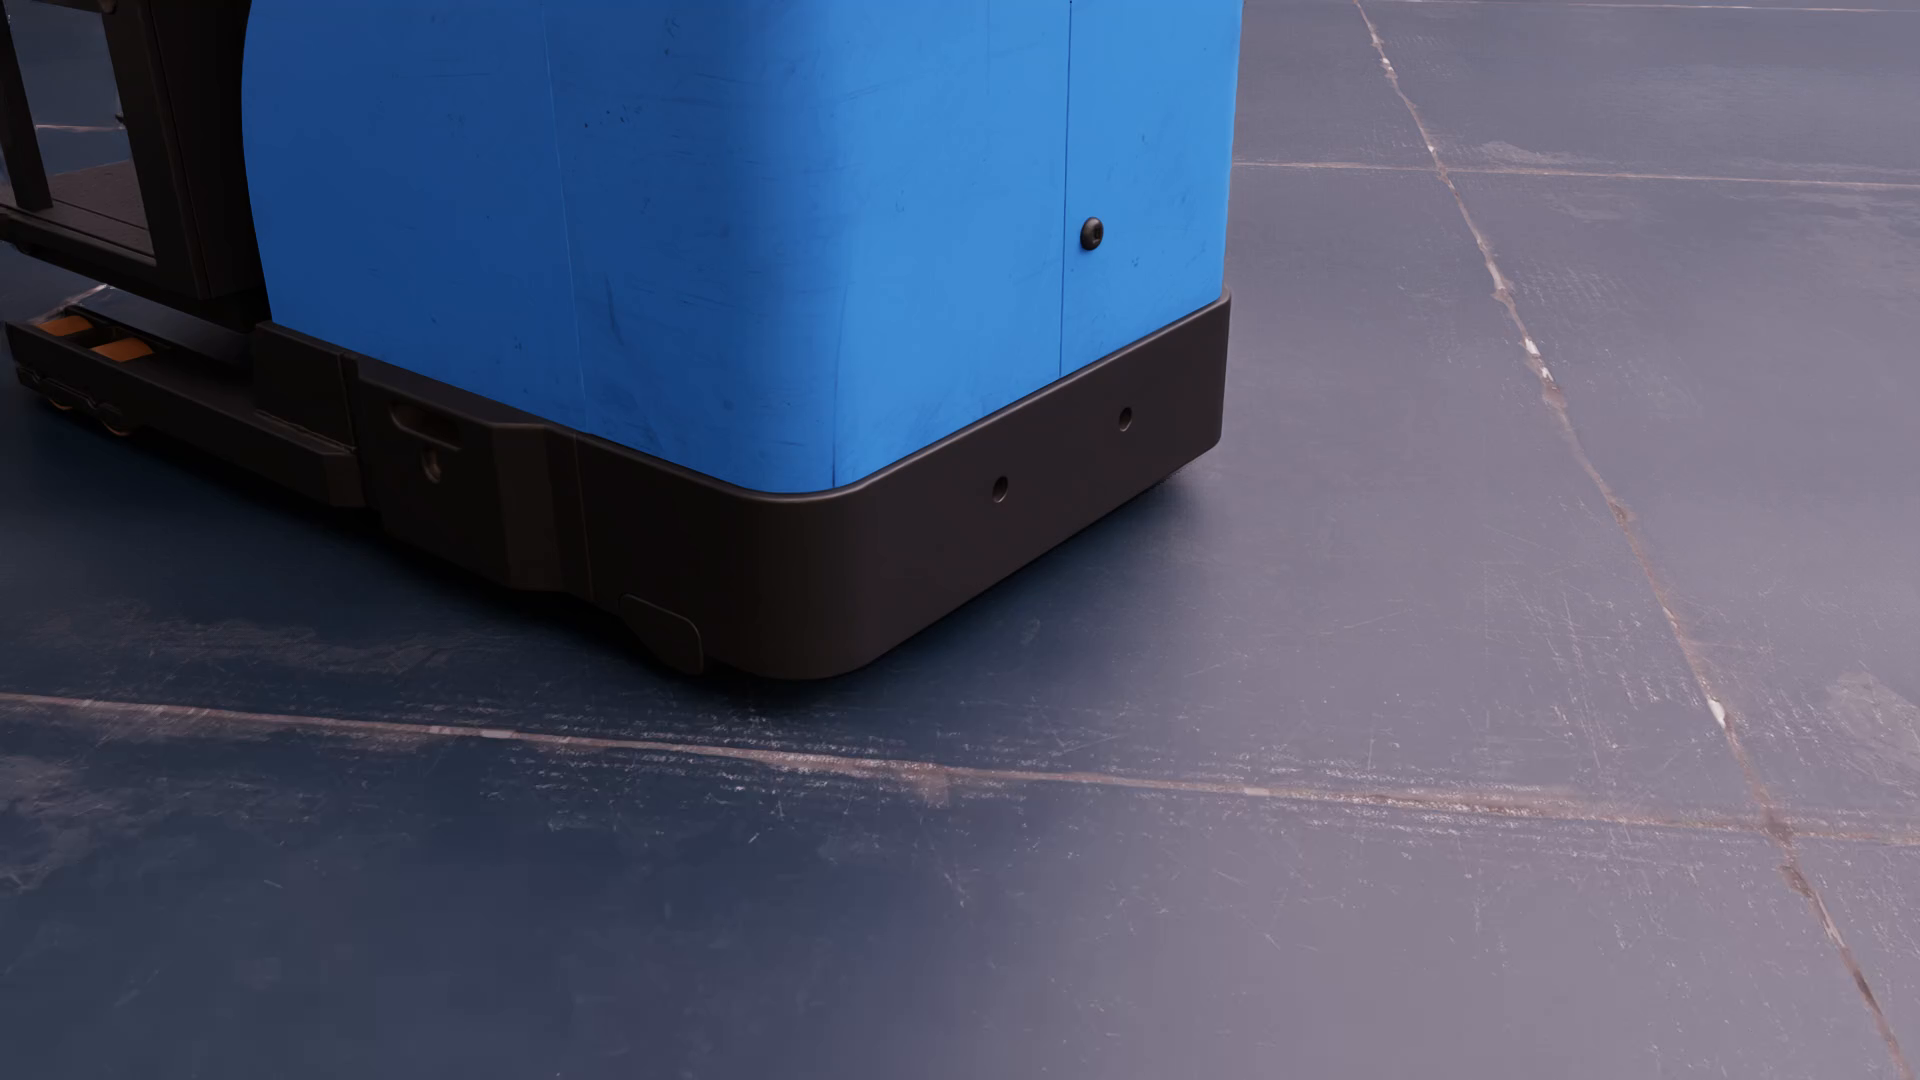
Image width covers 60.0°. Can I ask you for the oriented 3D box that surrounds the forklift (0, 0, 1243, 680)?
[{"bbox_3d":[-1.057,-1.656,2.536,3.031,2.935,1.130,19,32,33],"label":"forklift"}]
